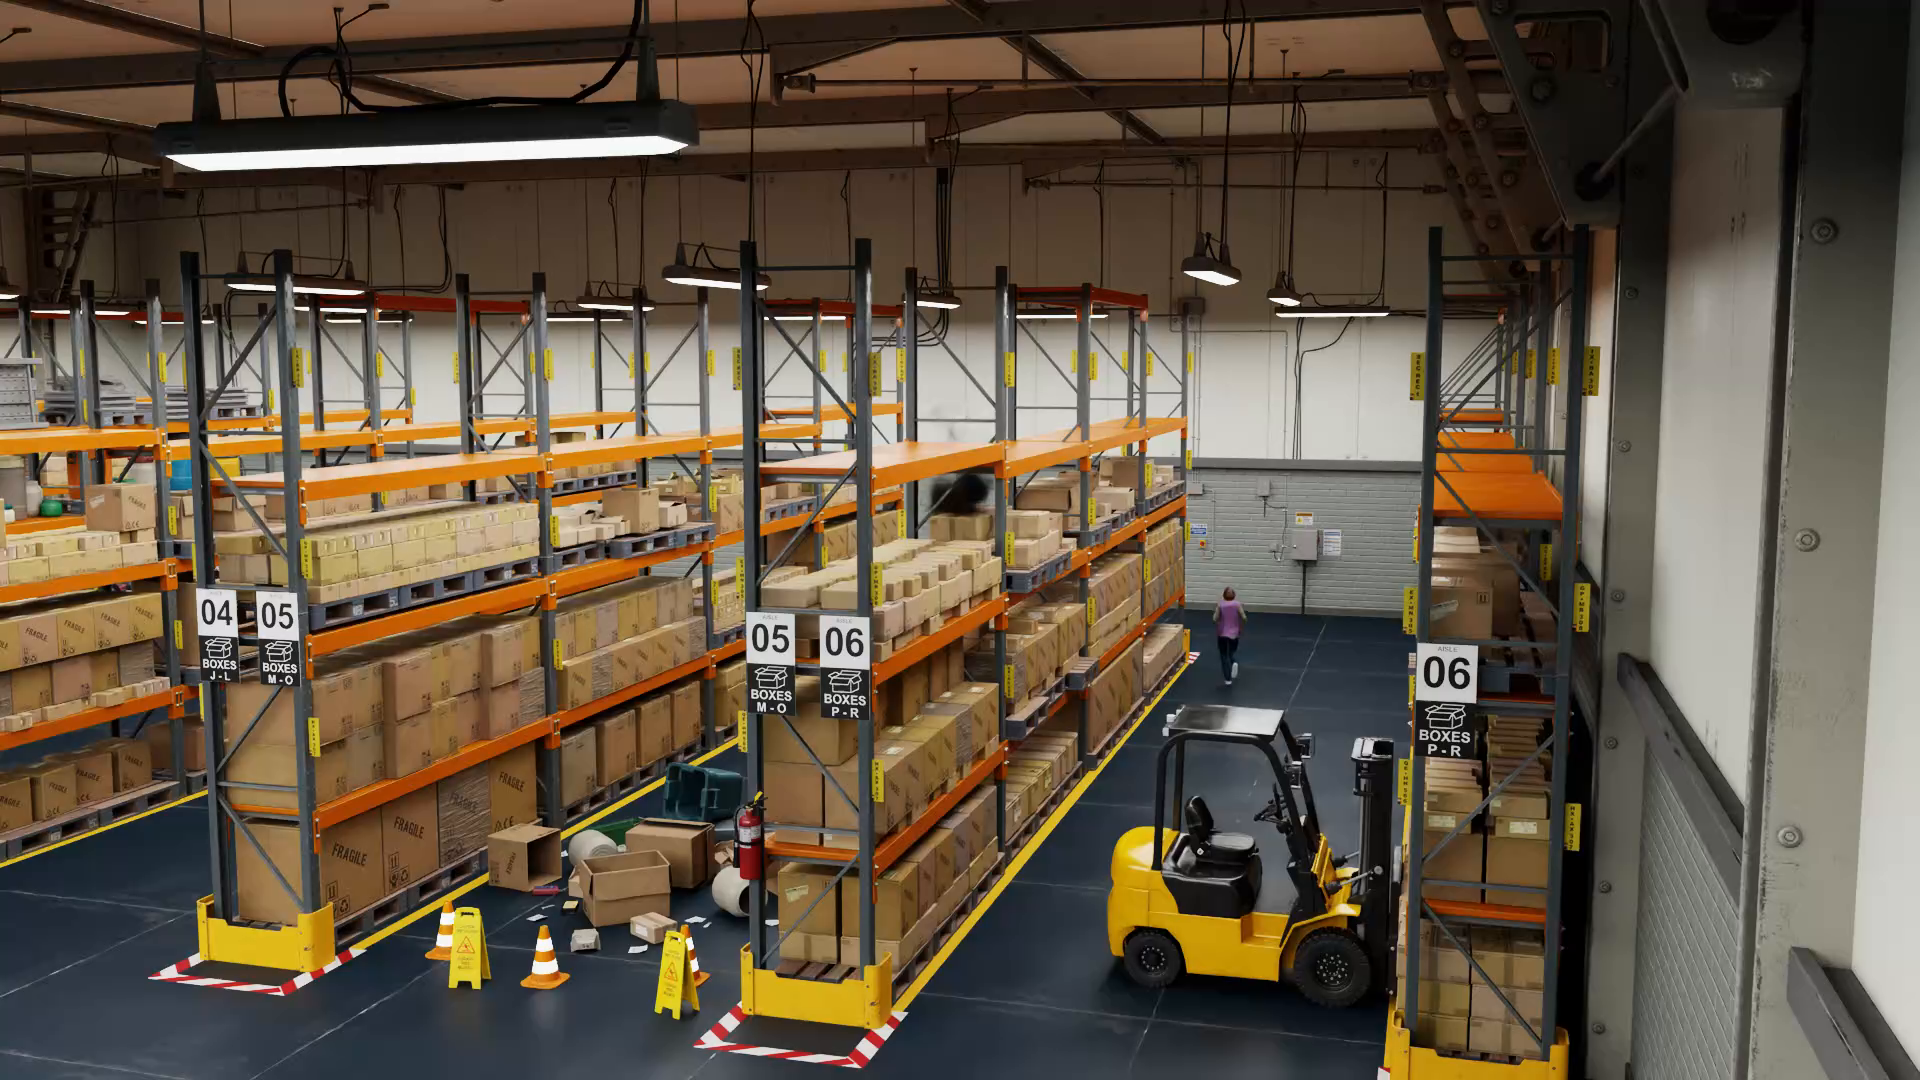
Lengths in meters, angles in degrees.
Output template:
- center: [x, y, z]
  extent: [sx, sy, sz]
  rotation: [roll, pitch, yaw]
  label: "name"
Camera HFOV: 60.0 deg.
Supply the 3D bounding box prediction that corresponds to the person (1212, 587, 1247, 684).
- center: [4.203, 1.503, 25.991]
  extent: [0.536, 1.542, 0.545]
  rotation: [0, 6, 4]
  label: "person"
